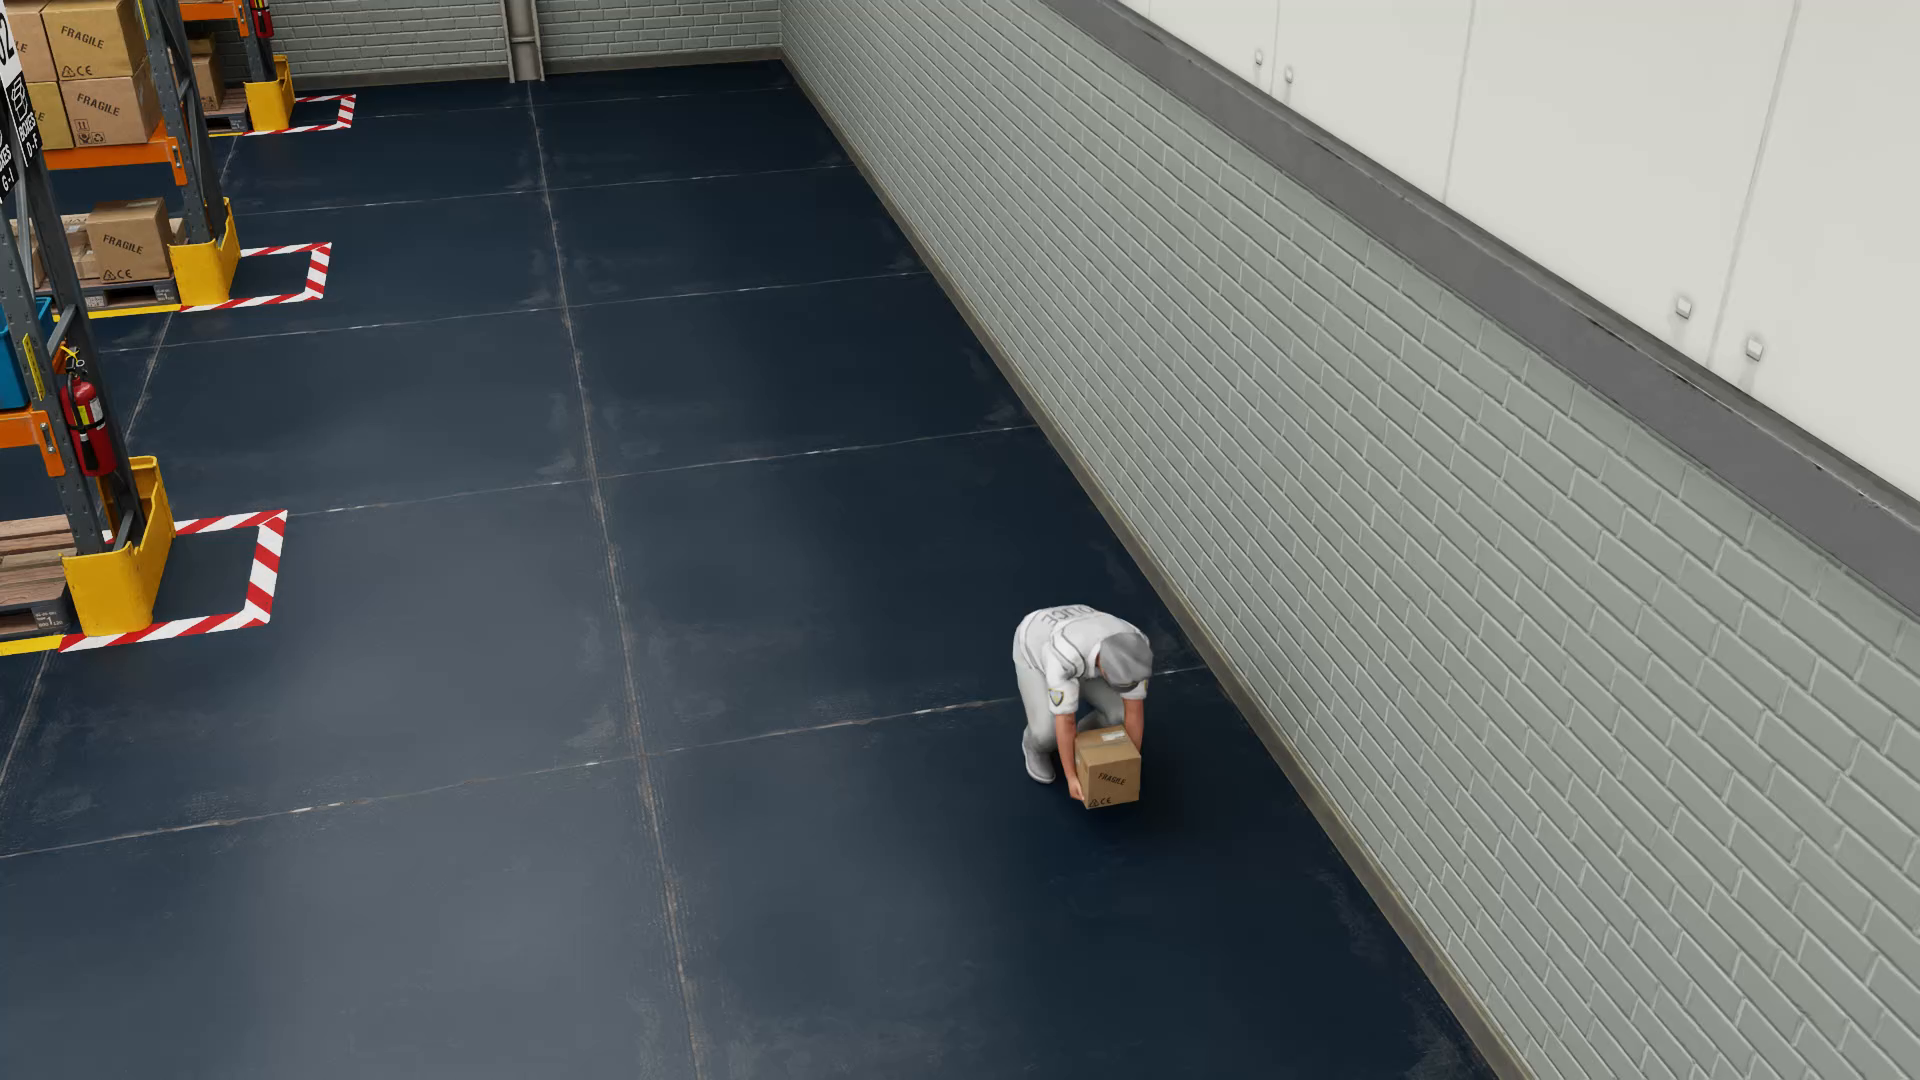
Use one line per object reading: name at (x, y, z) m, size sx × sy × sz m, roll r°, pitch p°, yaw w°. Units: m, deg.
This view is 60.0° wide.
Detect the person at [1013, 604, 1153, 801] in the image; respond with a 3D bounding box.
person at (0.572, 0.711, 7.743) m, size 0.532 × 1.024 × 0.970 m, roll -9°, pitch 31°, yaw -15°
